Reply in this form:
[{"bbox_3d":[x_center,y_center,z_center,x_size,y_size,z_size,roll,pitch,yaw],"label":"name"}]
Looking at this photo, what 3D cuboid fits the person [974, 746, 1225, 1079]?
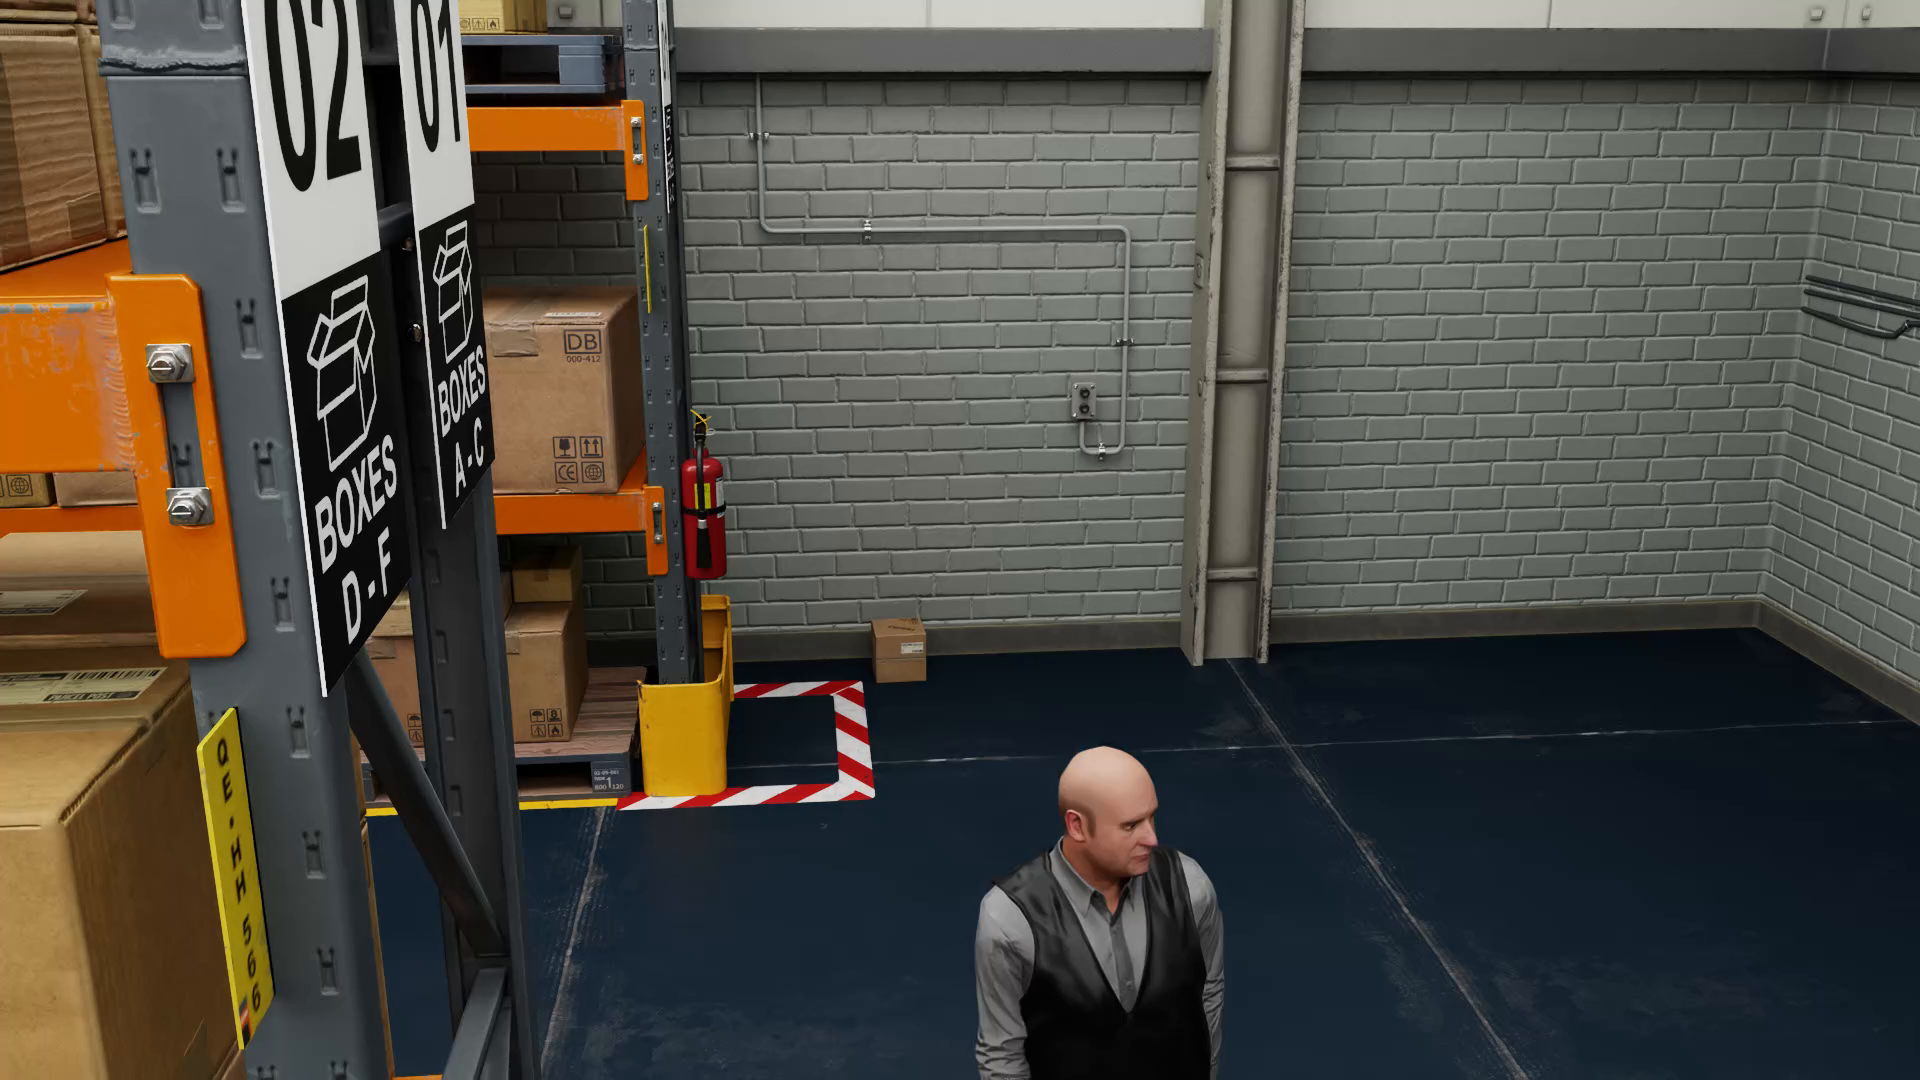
[{"bbox_3d":[0.296,1.281,3.366,0.539,1.798,0.518,-1,17,-5],"label":"person"}]
